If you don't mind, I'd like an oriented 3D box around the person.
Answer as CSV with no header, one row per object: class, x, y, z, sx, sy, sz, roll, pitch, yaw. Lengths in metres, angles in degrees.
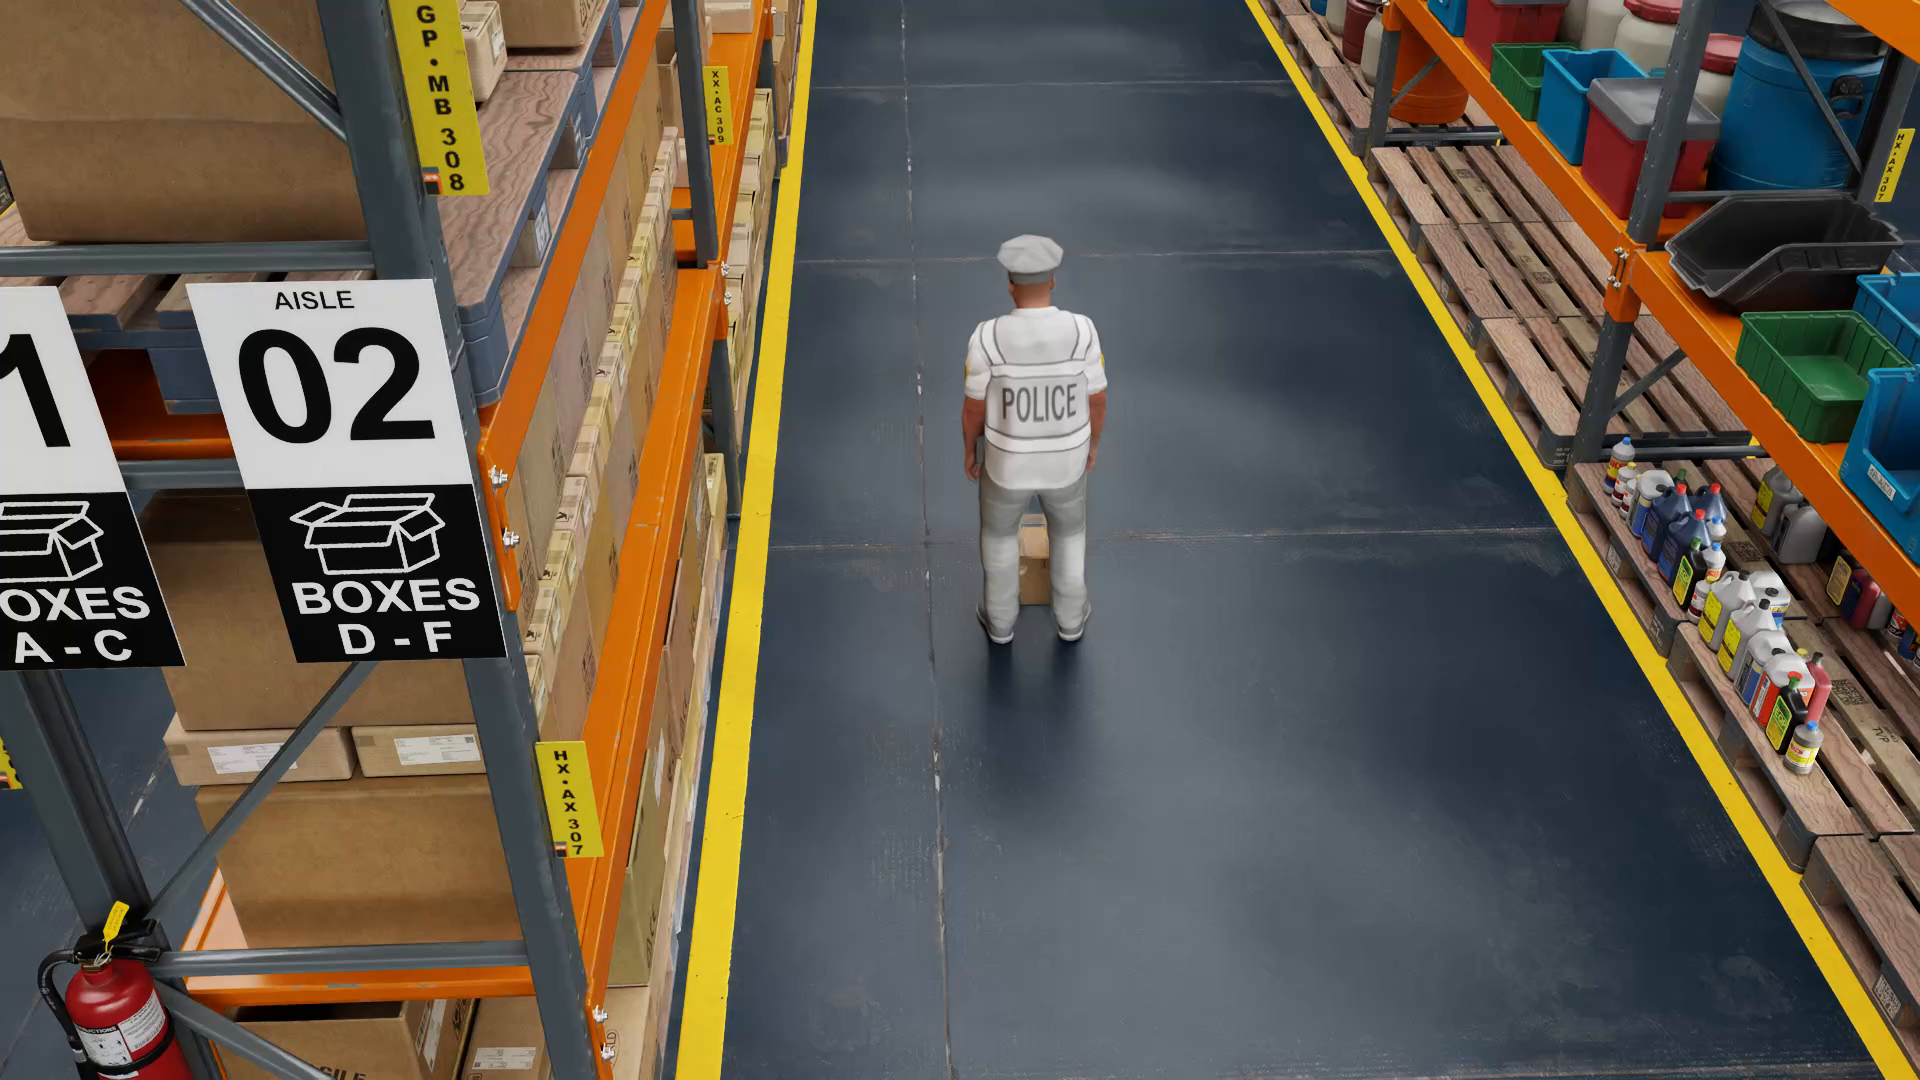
person,0.291,-0.335,6.615,0.574,1.749,0.443,-3,35,-4
